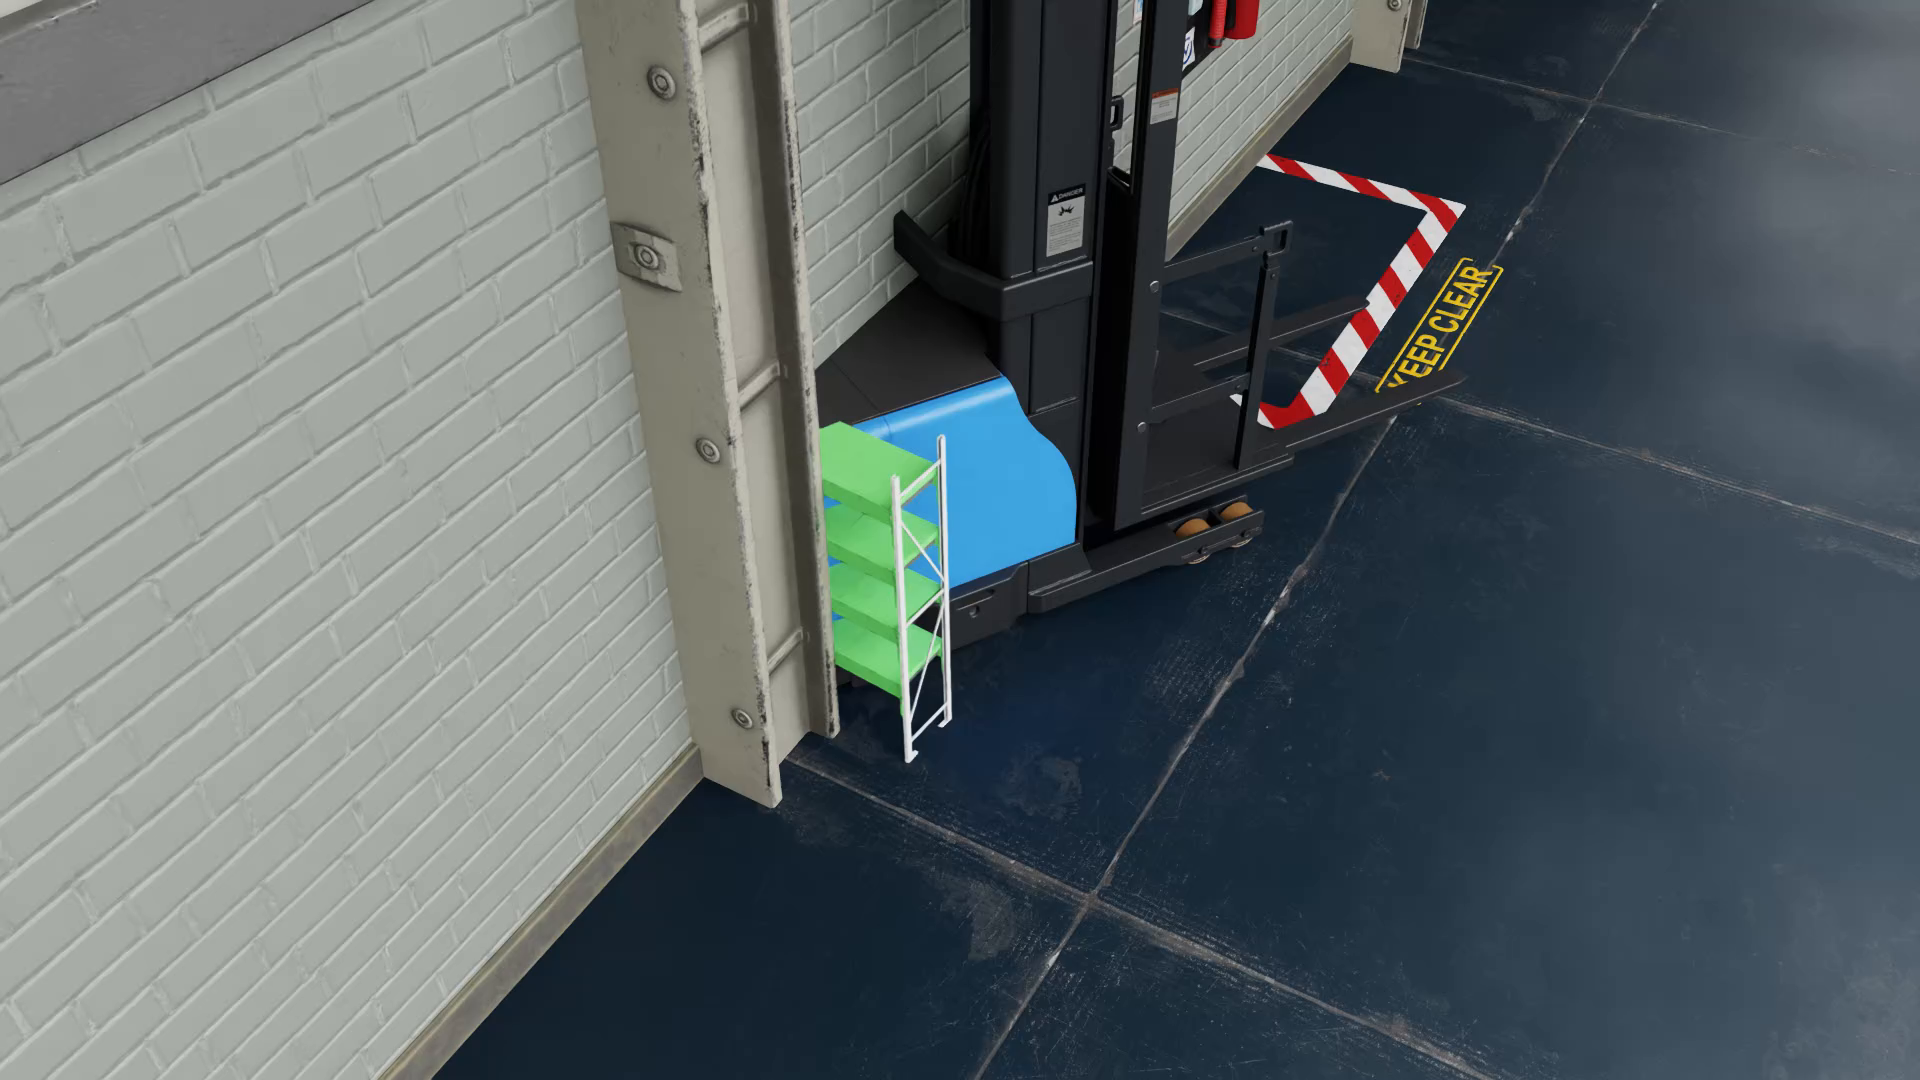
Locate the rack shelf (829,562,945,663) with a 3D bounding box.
[{"bbox_3d":[-0.308,0.168,5.249,0.480,0.148,0.258,25,48,26],"label":"rack shelf"}]

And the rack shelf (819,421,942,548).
[{"bbox_3d":[-0.314,-0.191,4.930,0.480,0.148,0.258,25,48,26],"label":"rack shelf"}]

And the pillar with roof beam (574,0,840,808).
[{"bbox_3d":[3.100,-1.264,0.876,9.100,9.000,0.400,21,45,22],"label":"pillar with roof beam"}]

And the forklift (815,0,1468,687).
[{"bbox_3d":[0.549,-1.299,5.507,3.031,2.935,1.130,-20,45,-21],"label":"forklift"}]

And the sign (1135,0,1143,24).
[{"bbox_3d":[0.739,-2.199,6.450,0.001,0.329,0.234,21,45,22],"label":"sign"}]

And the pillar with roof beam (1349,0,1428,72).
[{"bbox_3d":[6.102,-4.697,4.775,9.100,9.000,0.400,21,45,22],"label":"pillar with roof beam"}]

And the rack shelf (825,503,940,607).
[{"bbox_3d":[-0.311,-0.012,5.090,0.480,0.148,0.258,25,48,26],"label":"rack shelf"}]

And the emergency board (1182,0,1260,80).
[{"bbox_3d":[1.105,-2.468,6.783,0.194,1.169,0.643,21,45,22],"label":"emergency board"}]

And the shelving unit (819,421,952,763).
[{"bbox_3d":[-0.309,0.120,5.207,0.503,1.200,0.258,25,48,26],"label":"shelving unit"}]

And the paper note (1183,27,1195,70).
[{"bbox_3d":[0.957,-2.059,6.985,0.016,0.148,0.142,21,45,22],"label":"paper note"}]

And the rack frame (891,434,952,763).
[{"bbox_3d":[-0.111,0.212,5.099,0.015,1.200,0.240,25,48,26],"label":"rack frame"}]

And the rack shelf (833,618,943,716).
[{"bbox_3d":[-0.305,0.347,5.409,0.480,0.148,0.258,25,48,26],"label":"rack shelf"}]
